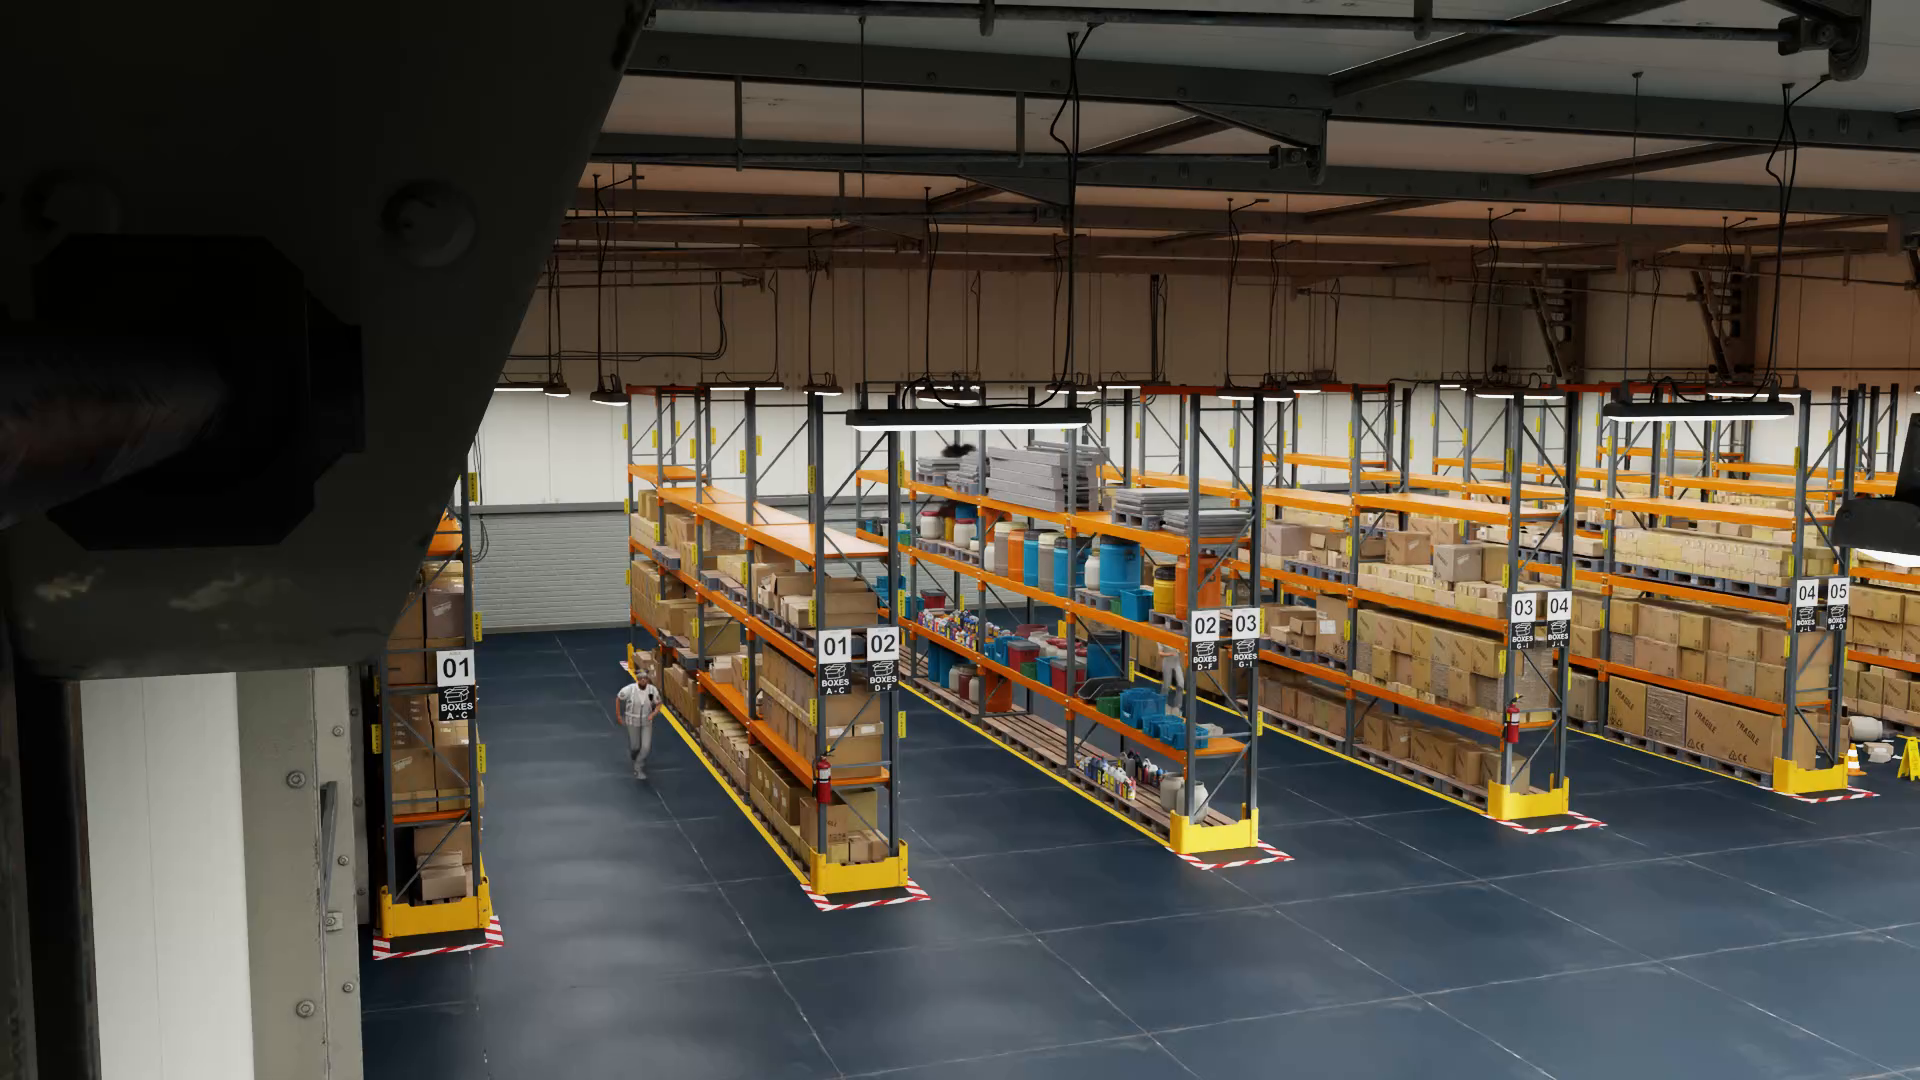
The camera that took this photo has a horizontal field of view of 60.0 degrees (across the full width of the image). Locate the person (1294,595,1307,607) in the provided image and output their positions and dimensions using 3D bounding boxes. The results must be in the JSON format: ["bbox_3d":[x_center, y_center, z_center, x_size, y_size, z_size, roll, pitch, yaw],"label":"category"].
[{"bbox_3d":[8.419,1.191,41.513,0.886,1.695,0.614,-4,7,-31],"label":"person"}]

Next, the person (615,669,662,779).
[{"bbox_3d":[-4.976,2.830,25.807,0.702,1.740,0.707,-2,6,-20],"label":"person"}]

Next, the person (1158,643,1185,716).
[{"bbox_3d":[3.867,2.359,30.514,0.546,1.725,0.759,-2,6,-16],"label":"person"}]
